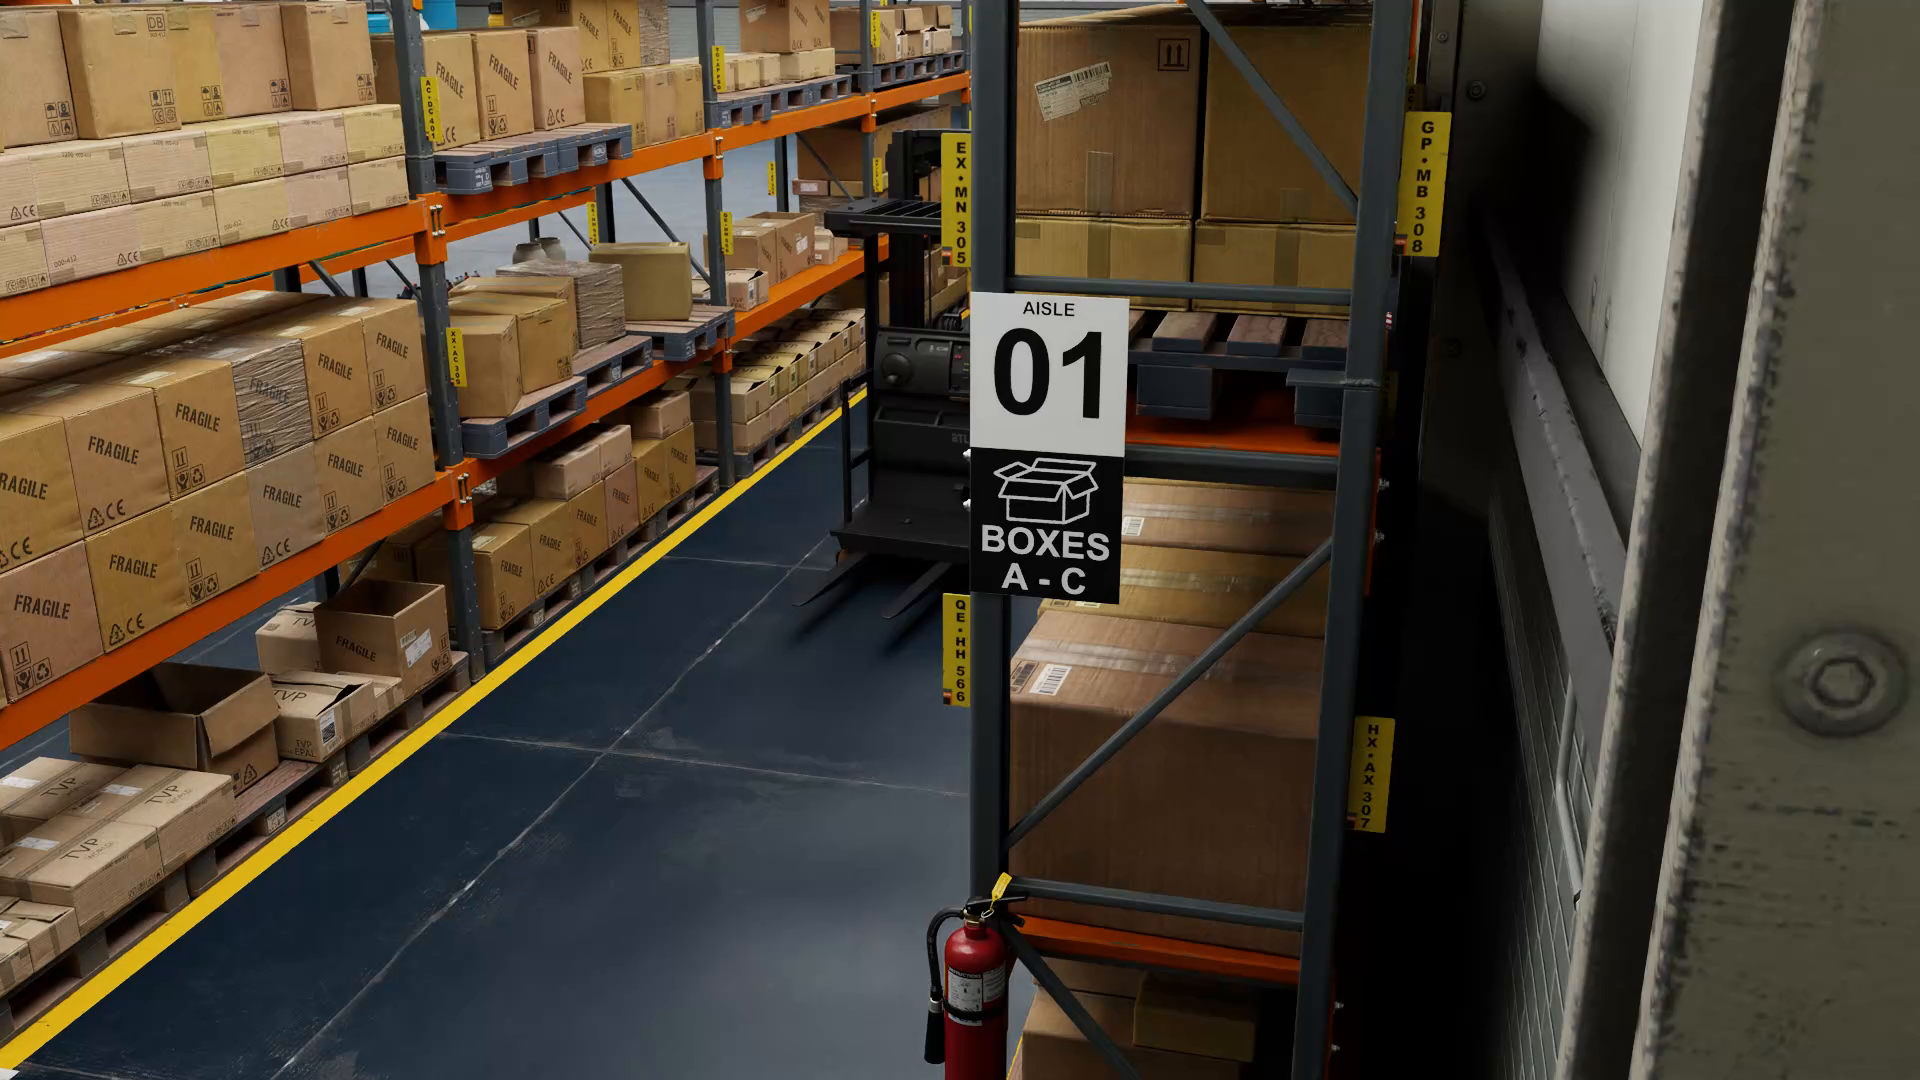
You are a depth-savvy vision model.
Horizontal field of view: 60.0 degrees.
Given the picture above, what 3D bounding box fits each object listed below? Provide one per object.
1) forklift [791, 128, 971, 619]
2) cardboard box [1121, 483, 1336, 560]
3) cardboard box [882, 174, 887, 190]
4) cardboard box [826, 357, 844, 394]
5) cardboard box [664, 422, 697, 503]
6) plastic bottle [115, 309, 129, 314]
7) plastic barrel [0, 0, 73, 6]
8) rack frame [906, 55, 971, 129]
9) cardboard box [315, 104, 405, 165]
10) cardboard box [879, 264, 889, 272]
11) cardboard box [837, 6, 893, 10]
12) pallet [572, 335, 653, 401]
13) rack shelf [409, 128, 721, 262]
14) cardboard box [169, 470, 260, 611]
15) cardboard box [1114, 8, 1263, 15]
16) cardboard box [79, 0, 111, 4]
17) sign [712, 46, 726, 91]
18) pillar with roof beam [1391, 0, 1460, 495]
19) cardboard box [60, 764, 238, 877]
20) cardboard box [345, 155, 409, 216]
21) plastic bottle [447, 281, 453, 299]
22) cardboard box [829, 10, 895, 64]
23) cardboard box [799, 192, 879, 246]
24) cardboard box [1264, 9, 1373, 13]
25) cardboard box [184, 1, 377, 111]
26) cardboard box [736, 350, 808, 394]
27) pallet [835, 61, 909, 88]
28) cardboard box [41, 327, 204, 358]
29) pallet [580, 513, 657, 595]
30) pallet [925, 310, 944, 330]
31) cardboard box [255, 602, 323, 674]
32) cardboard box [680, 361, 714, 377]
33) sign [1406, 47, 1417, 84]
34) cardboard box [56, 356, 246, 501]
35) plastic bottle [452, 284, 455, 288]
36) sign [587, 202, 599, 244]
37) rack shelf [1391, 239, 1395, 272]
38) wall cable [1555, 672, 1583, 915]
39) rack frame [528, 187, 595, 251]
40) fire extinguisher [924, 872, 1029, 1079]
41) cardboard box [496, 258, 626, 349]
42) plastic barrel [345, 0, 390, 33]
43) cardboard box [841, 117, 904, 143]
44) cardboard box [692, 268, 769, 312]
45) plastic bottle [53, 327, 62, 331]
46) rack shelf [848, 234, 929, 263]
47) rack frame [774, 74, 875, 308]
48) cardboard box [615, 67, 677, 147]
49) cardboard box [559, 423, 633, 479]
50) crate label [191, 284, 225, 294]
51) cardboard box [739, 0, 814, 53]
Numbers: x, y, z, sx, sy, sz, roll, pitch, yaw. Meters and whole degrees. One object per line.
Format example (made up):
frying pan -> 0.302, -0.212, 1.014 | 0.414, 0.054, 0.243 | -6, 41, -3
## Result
forklift -> -0.216, -1.197, 11.158 | 1.130, 2.935, 3.031 | 7, 20, 19
cardboard box -> 1.003, 0.239, 6.383 | 0.980, 0.700, 0.700 | 4, 19, 11
cardboard box -> -0.971, -3.725, 17.295 | 0.380, 0.149, 0.250 | 4, 19, 12
cardboard box -> -1.417, -1.568, 15.743 | 0.500, 0.250, 0.500 | 5, 20, 15
cardboard box -> -2.325, -0.602, 12.497 | 0.500, 0.500, 0.500 | 5, 20, 16
plastic bottle -> -6.868, -1.993, 13.562 | 0.061, 0.283, 0.133 | 5, 19, 13
plastic barrel -> -7.268, -3.925, 13.083 | 0.600, 0.830, 0.708 | 5, 19, 13
rack frame -> -0.370, -4.396, 20.417 | 1.000, 3.000, 0.127 | 5, 19, 13
cardboard box -> -3.157, -2.046, 8.355 | 0.500, 0.250, 0.500 | 5, 19, 13
cardboard box -> -0.815, -2.673, 17.816 | 0.500, 0.500, 0.500 | 5, 19, 13
cardboard box -> -1.040, -5.629, 18.365 | 0.500, 0.500, 0.500 | 5, 19, 13
pallet -> -2.795, -1.188, 11.322 | 1.003, 0.211, 1.213 | 5, 19, 13
rack shelf -> -2.813, -2.341, 10.872 | 1.077, 0.370, 4.000 | 5, 19, 13
cardboard box -> -3.545, -0.022, 7.458 | 0.500, 0.500, 0.500 | 5, 19, 14
cardboard box -> 0.822, -1.676, 6.081 | 0.500, 0.500, 0.500 | 5, 19, 14
cardboard box -> -10.599, -6.580, 20.782 | 0.500, 0.500, 0.500 | 5, 19, 13
sign -> -1.799, -3.509, 12.381 | 0.100, 0.325, 0.005 | 5, 19, 13
pillar with roof beam -> -0.538, -5.017, 12.953 | 9.100, 9.000, 0.400 | 5, 19, 13
cardboard box -> -3.627, 1.250, 7.459 | 0.500, 0.250, 0.500 | 5, 19, 13
cardboard box -> -3.162, -1.810, 8.437 | 0.500, 0.250, 0.500 | 5, 19, 13
plastic bottle -> -5.999, -2.886, 19.518 | 0.061, 0.283, 0.133 | 5, 19, 13
cardboard box -> -0.968, -5.011, 16.557 | 0.500, 0.500, 0.500 | 6, 20, 18
cardboard box -> -1.245, -3.329, 17.139 | 0.700, 0.500, 0.500 | 4, 19, 12
cardboard box -> 1.326, -1.629, 5.944 | 0.500, 0.500, 0.500 | 4, 19, 12
cardboard box -> -3.383, -2.419, 8.288 | 0.700, 0.500, 0.500 | 5, 19, 13
cardboard box -> -1.664, -1.517, 14.726 | 0.500, 0.311, 0.500 | 4, 19, 12
pallet -> -1.164, -4.789, 17.065 | 1.003, 0.211, 1.213 | 5, 19, 13
cardboard box -> -3.941, -0.707, 7.915 | 0.500, 0.500, 0.500 | 4, 19, 12
pallet -> -2.843, 0.043, 11.735 | 1.003, 0.211, 1.213 | 5, 19, 13
pallet -> -0.816, -2.452, 19.041 | 1.003, 0.211, 1.213 | 5, 19, 13
cardboard box -> -3.614, 0.544, 9.434 | 0.500, 0.311, 0.500 | 5, 19, 13
cardboard box -> -2.314, -1.399, 14.378 | 0.500, 0.311, 0.500 | 4, 19, 13
sign -> 3.016, -3.154, 11.217 | 0.100, 0.325, 0.005 | 5, 19, 13
cardboard box -> -3.544, -0.500, 7.309 | 0.500, 0.500, 0.500 | 4, 19, 13
plastic bottle -> -6.049, -2.959, 19.858 | 0.097, 0.201, 0.097 | 0, 19, 0
sign -> -2.863, -2.479, 13.014 | 0.100, 0.325, 0.005 | 5, 19, 13
rack shelf -> 1.992, -1.951, 9.730 | 1.077, 0.370, 4.000 | 5, 19, 13
wall cable -> 1.130, 1.004, 3.035 | 0.084, 1.984, 1.851 | 5, 19, 13
rack frame -> -5.172, -4.788, 21.566 | 1.000, 3.000, 0.127 | 5, 19, 13
fire extinguisher -> 0.041, 1.233, 4.634 | 0.296, 0.674, 0.183 | 5, 19, 13
cardboard box -> -2.777, -1.657, 11.593 | 0.700, 0.500, 0.500 | 9, 21, 24
plastic barrel -> -6.063, -5.015, 16.813 | 0.600, 0.901, 0.708 | 5, 19, 13
cardboard box -> -0.999, -4.259, 17.853 | 0.700, 0.500, 0.500 | 5, 19, 13
cardboard box -> -1.918, -2.111, 13.867 | 0.500, 0.311, 0.500 | 4, 19, 13
plastic bottle -> -7.057, -1.736, 12.938 | 0.097, 0.201, 0.097 | 0, 19, 0
rack shelf -> -0.858, -3.429, 18.698 | 1.077, 0.370, 4.000 | 5, 19, 13
rack frame -> -1.347, -3.142, 16.747 | 1.000, 3.000, 0.127 | 5, 19, 13
cardboard box -> -2.523, -3.056, 11.699 | 0.910, 0.500, 0.500 | 5, 19, 13
cardboard box -> -2.581, -0.618, 11.383 | 0.500, 0.250, 0.500 | 4, 19, 12
crate label -> -6.660, -2.304, 14.552 | 0.303, 0.233, 0.416 | 5, 19, 13
cardboard box -> -1.653, -4.674, 15.012 | 0.500, 0.500, 0.500 | 7, 20, 19
